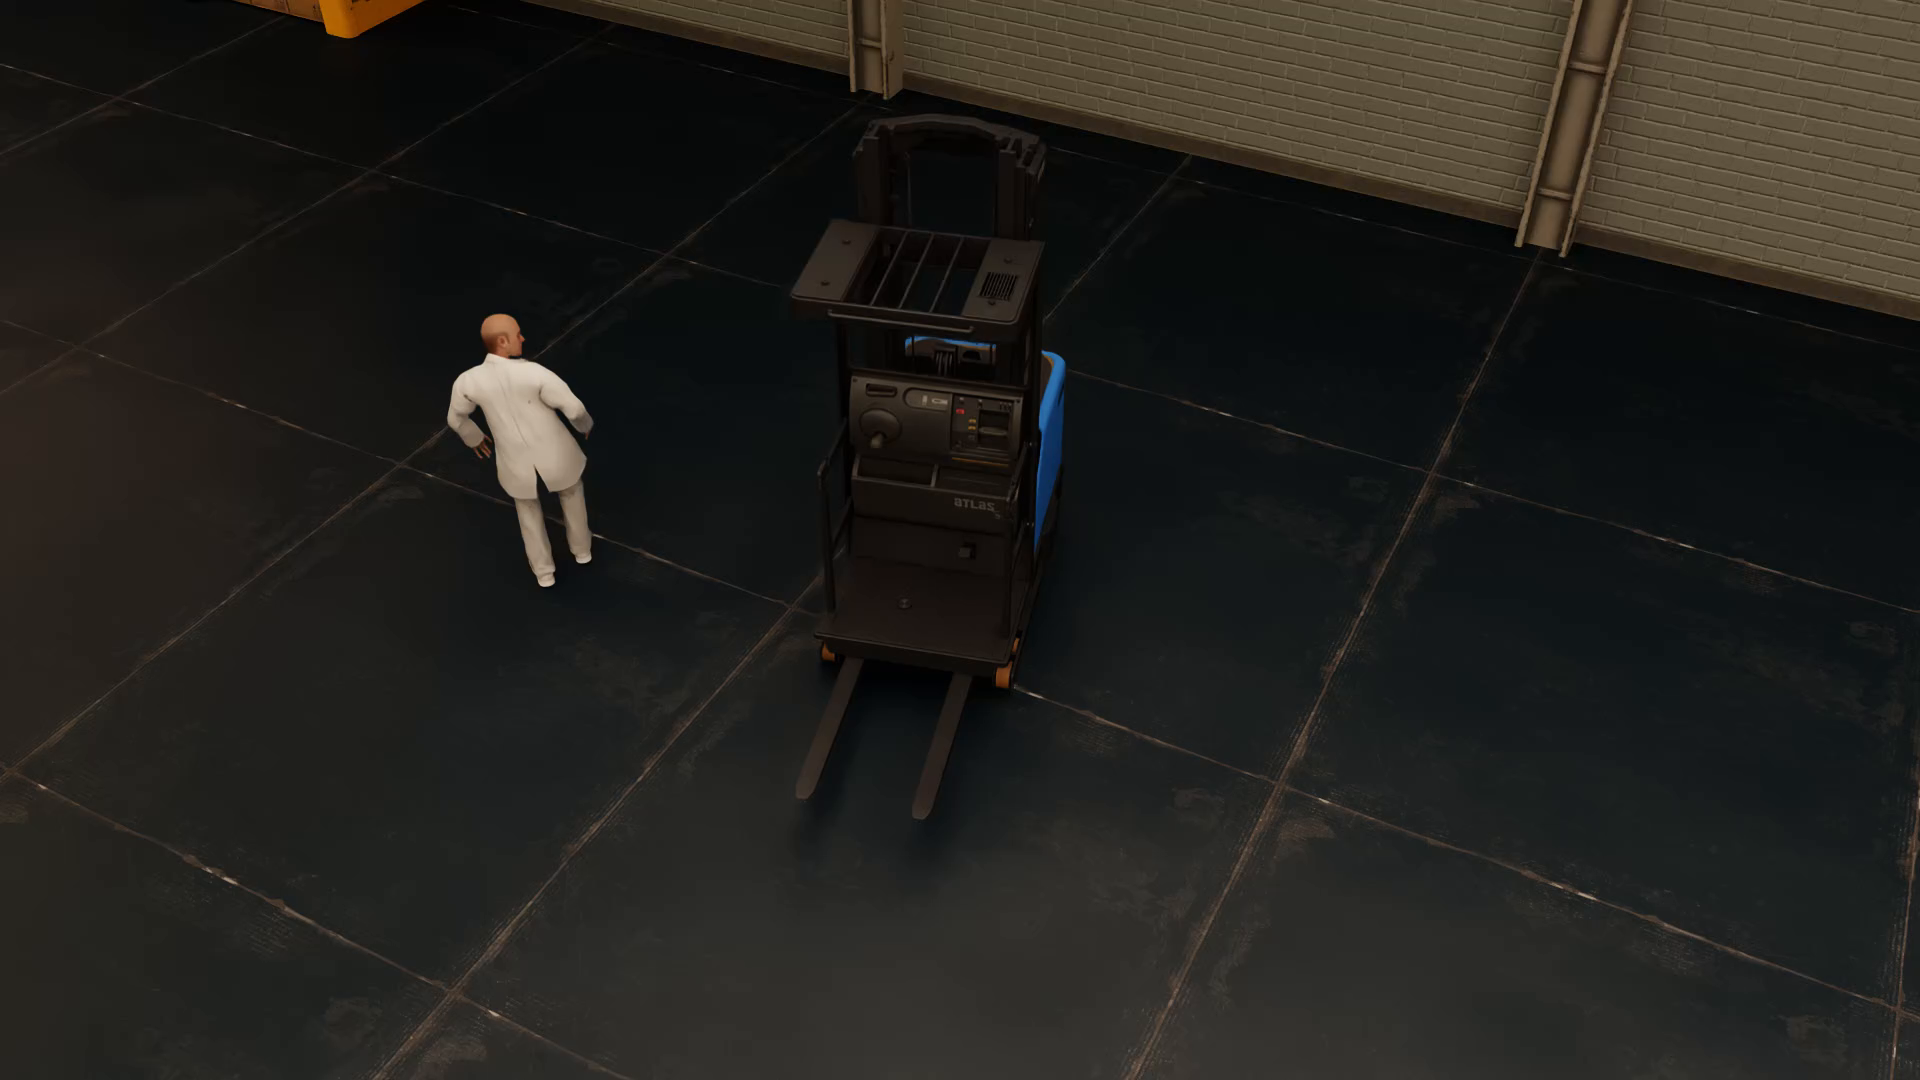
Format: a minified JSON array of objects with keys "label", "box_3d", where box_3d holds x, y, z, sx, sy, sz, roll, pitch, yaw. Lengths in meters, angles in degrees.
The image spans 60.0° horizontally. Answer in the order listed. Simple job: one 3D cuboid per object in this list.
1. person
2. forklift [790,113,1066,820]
[{"label":"person","box_3d":[-2.483,-0.552,9.565,0.790,1.753,0.551,-5,40,-6]},{"label":"forklift","box_3d":[-0.175,-0.558,8.649,1.130,2.935,3.031,8,41,10]}]
